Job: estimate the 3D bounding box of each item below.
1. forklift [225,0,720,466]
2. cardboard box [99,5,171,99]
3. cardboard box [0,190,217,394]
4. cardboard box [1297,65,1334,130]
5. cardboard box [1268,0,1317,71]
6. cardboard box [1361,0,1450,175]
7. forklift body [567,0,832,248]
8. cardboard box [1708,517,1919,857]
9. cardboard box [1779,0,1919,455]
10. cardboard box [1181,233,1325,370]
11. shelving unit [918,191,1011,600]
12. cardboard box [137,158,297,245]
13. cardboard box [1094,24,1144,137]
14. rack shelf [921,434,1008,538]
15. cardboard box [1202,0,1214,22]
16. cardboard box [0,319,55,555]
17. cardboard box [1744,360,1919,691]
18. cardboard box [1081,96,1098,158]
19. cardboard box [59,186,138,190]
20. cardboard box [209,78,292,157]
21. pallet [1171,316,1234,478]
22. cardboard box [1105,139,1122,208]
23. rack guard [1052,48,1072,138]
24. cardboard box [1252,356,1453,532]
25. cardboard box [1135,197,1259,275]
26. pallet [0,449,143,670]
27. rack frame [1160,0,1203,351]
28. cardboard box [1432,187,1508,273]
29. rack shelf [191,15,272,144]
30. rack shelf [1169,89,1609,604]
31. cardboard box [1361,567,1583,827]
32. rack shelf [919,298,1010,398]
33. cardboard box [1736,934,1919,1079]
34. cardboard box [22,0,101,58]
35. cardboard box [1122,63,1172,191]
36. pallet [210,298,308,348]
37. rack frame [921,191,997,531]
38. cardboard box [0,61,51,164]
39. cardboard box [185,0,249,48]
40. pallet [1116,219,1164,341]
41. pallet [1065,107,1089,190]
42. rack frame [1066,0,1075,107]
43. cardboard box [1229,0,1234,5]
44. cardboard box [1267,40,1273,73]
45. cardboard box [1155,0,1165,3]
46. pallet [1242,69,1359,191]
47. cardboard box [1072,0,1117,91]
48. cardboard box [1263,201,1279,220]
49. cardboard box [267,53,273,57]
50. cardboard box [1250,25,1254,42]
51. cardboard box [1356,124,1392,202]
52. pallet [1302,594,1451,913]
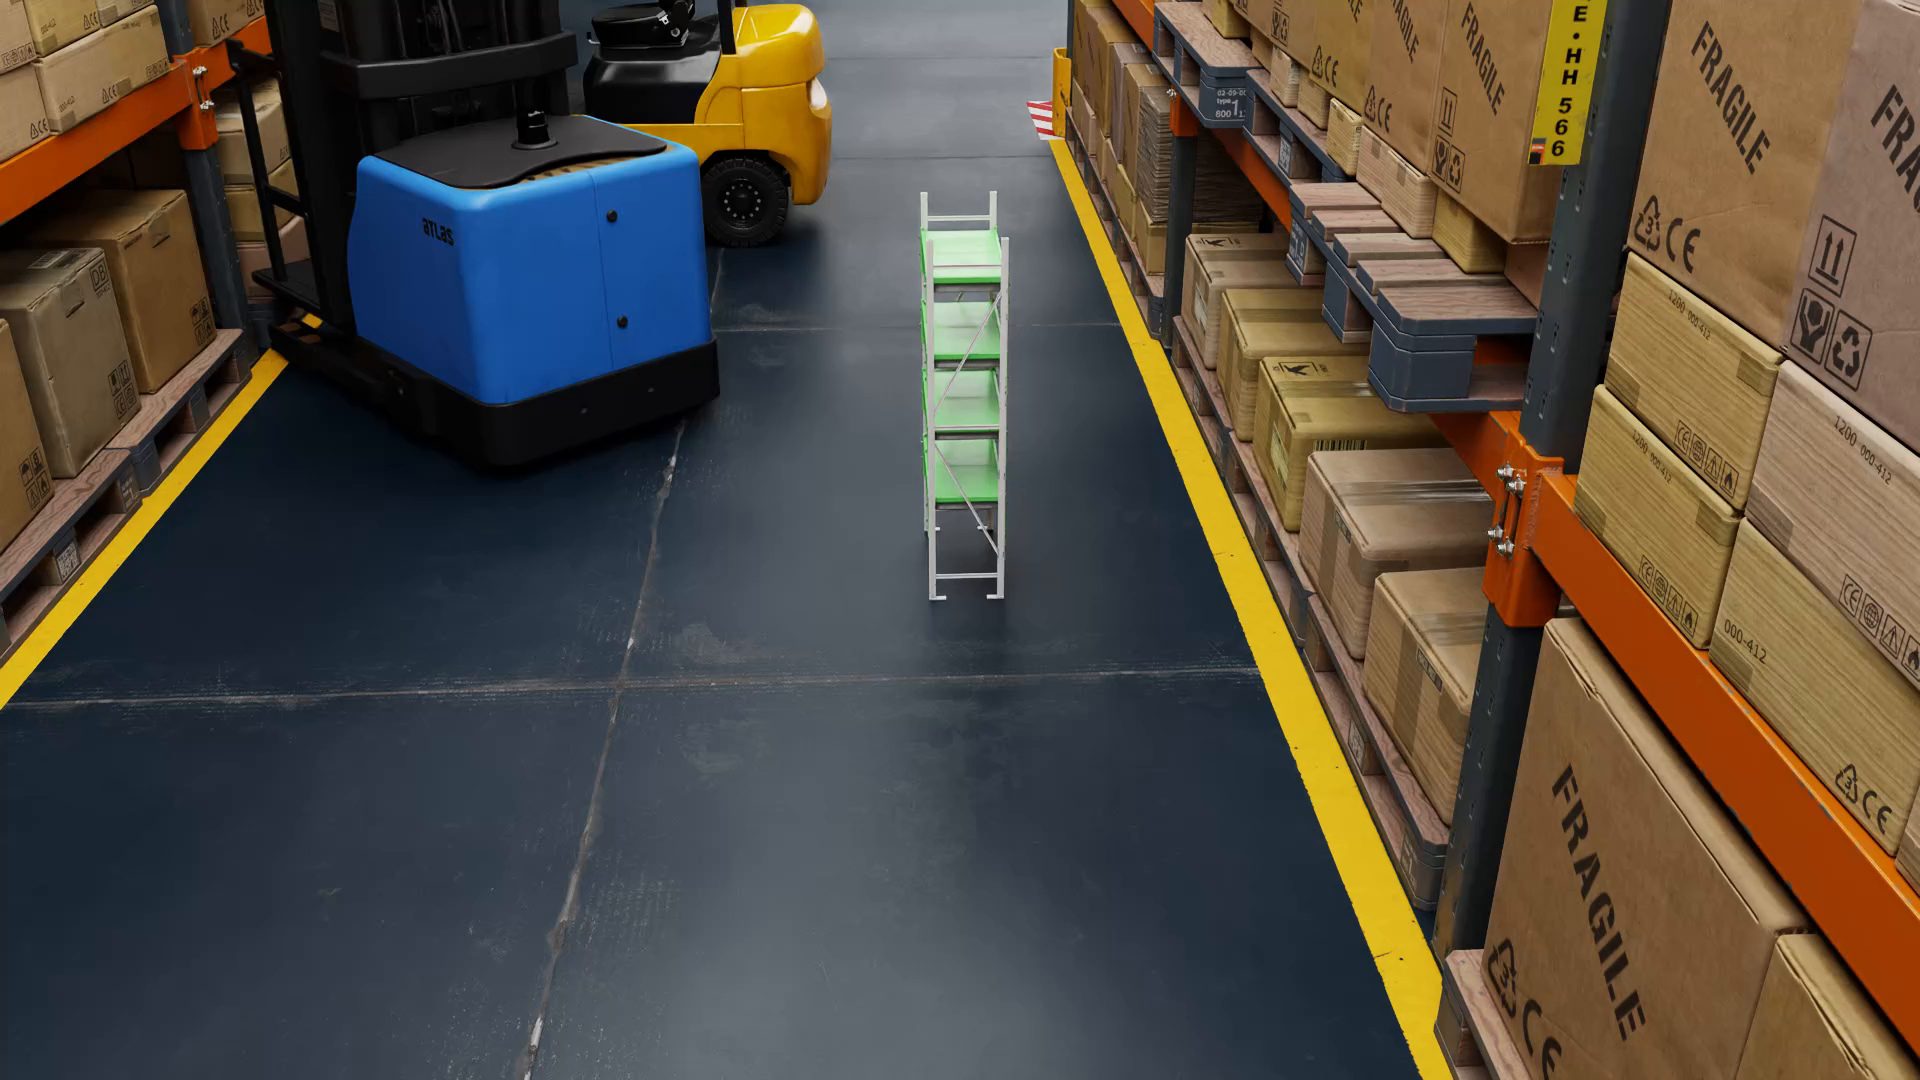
[{"bbox_3d":[-2.356,-2.159,6.720,1.130,2.935,3.031,-24,36,-38],"label":"forklift"},{"bbox_3d":[-3.269,-1.790,6.100,0.500,0.250,0.500,-1,28,-1],"label":"cardboard box"},{"bbox_3d":[-3.518,-0.975,6.490,0.875,0.625,0.625,0,28,0],"label":"cardboard box"},{"bbox_3d":[1.197,-1.291,4.799,0.380,0.149,0.250,-2,28,-4],"label":"cardboard box"},{"bbox_3d":[1.215,-1.646,4.779,0.500,0.500,0.500,-2,28,-5],"label":"cardboard box"},{"bbox_3d":[1.270,-1.161,3.849,0.500,0.500,0.500,-2,28,-3],"label":"cardboard box"},{"bbox_3d":[-1.844,-2.722,8.643,2.313,2.155,1.214,-1,28,-3],"label":"forklift body"},{"bbox_3d":[1.428,0.178,2.327,0.500,0.250,0.500,-2,28,-4],"label":"cardboard box"},{"bbox_3d":[1.426,-0.382,2.050,0.500,0.500,0.500,-1,28,-2],"label":"cardboard box"},{"bbox_3d":[1.430,-0.983,6.779,0.950,0.372,0.625,-1,28,-2],"label":"cardboard box"},{"bbox_3d":[0.009,-0.456,5.326,0.258,1.200,0.503,-1,28,-3],"label":"shelving unit"},{"bbox_3d":[-3.273,-1.502,7.365,0.500,0.250,0.500,-2,28,-3],"label":"cardboard box"},{"bbox_3d":[1.009,-2.488,8.984,0.500,0.500,0.500,-1,28,-2],"label":"cardboard box"},{"bbox_3d":[0.009,-0.186,5.466,0.258,0.148,0.480,-1,28,-3],"label":"rack shelf"},{"bbox_3d":[1.114,-2.016,6.190,0.380,0.149,0.250,-1,28,-2],"label":"cardboard box"},{"bbox_3d":[-3.444,-0.270,5.137,0.875,0.625,0.625,-2,28,-5],"label":"cardboard box"},{"bbox_3d":[1.415,-0.033,2.192,0.500,0.250,0.500,-1,28,-1],"label":"cardboard box"},{"bbox_3d":[0.976,-2.403,9.634,0.500,0.250,0.500,0,28,-1],"label":"cardboard box"},{"bbox_3d":[-3.786,-1.491,7.344,0.500,0.250,0.500,-2,28,-4],"label":"cardboard box"},{"bbox_3d":[-3.285,-1.960,7.703,0.500,0.250,0.500,-1,28,-3],"label":"cardboard box"},{"bbox_3d":[1.442,-0.608,6.688,1.003,0.211,1.213,-1,28,-3],"label":"pallet"},{"bbox_3d":[1.041,-1.918,8.704,0.500,0.250,0.500,-1,28,-2],"label":"cardboard box"},{"bbox_3d":[1.195,-2.908,10.785,1.175,0.500,0.348,-1,28,-3],"label":"rack guard"},{"bbox_3d":[1.509,-0.330,5.527,0.950,0.372,0.625,0,28,-1],"label":"cardboard box"},{"bbox_3d":[1.101,-1.438,7.782,0.500,0.250,0.500,0,28,0],"label":"cardboard box"},{"bbox_3d":[-3.412,0.058,5.411,1.003,0.211,1.213,-1,28,-3],"label":"pallet"},{"bbox_3d":[1.400,-2.204,6.733,1.000,3.000,0.127,-1,28,-3],"label":"rack frame"},{"bbox_3d":[1.271,-0.700,3.665,0.380,0.149,0.250,-1,28,-2],"label":"cardboard box"},{"bbox_3d":[-3.661,-2.687,8.437,1.077,0.370,4.000,-1,28,-3],"label":"rack shelf"},{"bbox_3d":[1.505,-0.962,5.128,1.077,0.370,4.000,-1,28,-3],"label":"rack shelf"},{"bbox_3d":[1.590,0.361,4.202,0.950,0.372,0.625,-3,28,-6],"label":"cardboard box"},{"bbox_3d":[0.009,-0.612,5.245,0.258,0.148,0.480,-1,28,-3],"label":"rack shelf"},{"bbox_3d":[1.605,1.132,2.180,0.875,0.875,0.875,-1,28,-2],"label":"cardboard box"},{"bbox_3d":[-3.241,-1.780,5.540,0.500,0.250,0.500,-2,28,-4],"label":"cardboard box"},{"bbox_3d":[1.073,-2.005,8.060,0.500,0.500,0.500,-1,28,-2],"label":"cardboard box"},{"bbox_3d":[-3.556,-1.215,7.850,1.003,0.211,1.213,-1,28,-3],"label":"pallet"},{"bbox_3d":[-0.004,-0.568,5.542,0.240,1.200,0.015,-1,28,-3],"label":"rack frame"},{"bbox_3d":[-3.242,-1.328,5.214,0.500,0.250,0.500,-1,28,-2],"label":"cardboard box"},{"bbox_3d":[-3.319,-2.338,6.881,0.500,0.500,0.500,-2,28,-4],"label":"cardboard box"},{"bbox_3d":[1.330,-1.277,7.970,1.003,0.211,1.213,-1,28,-3],"label":"pallet"},{"bbox_3d":[1.203,-2.404,10.131,1.003,0.211,1.213,-1,28,-3],"label":"pallet"},{"bbox_3d":[1.191,-4.051,10.274,1.000,3.000,0.127,-1,28,-3],"label":"rack frame"},{"bbox_3d":[1.165,-2.112,5.672,0.500,0.500,0.500,-1,28,-2],"label":"cardboard box"},{"bbox_3d":[1.192,-1.538,5.272,0.380,0.149,0.250,-1,28,-2],"label":"cardboard box"},{"bbox_3d":[1.059,-2.349,7.282,0.380,0.149,0.250,-1,28,-1],"label":"cardboard box"},{"bbox_3d":[1.465,-1.185,4.986,1.003,0.211,1.213,-1,28,-3],"label":"pallet"},{"bbox_3d":[0.959,-2.961,9.892,0.500,0.500,0.500,-2,28,-4],"label":"cardboard box"},{"bbox_3d":[1.639,-1.783,7.633,0.500,0.500,0.500,0,28,0],"label":"cardboard box"},{"bbox_3d":[-3.342,-2.432,8.608,0.500,0.250,0.500,-2,28,-4],"label":"cardboard box"},{"bbox_3d":[1.209,-1.772,5.721,0.380,0.149,0.250,0,28,1],"label":"cardboard box"},{"bbox_3d":[1.208,-0.931,4.109,0.380,0.149,0.250,-3,28,-5],"label":"cardboard box"},{"bbox_3d":[1.570,0.518,4.528,1.003,0.211,1.213,-1,28,-3],"label":"pallet"}]
